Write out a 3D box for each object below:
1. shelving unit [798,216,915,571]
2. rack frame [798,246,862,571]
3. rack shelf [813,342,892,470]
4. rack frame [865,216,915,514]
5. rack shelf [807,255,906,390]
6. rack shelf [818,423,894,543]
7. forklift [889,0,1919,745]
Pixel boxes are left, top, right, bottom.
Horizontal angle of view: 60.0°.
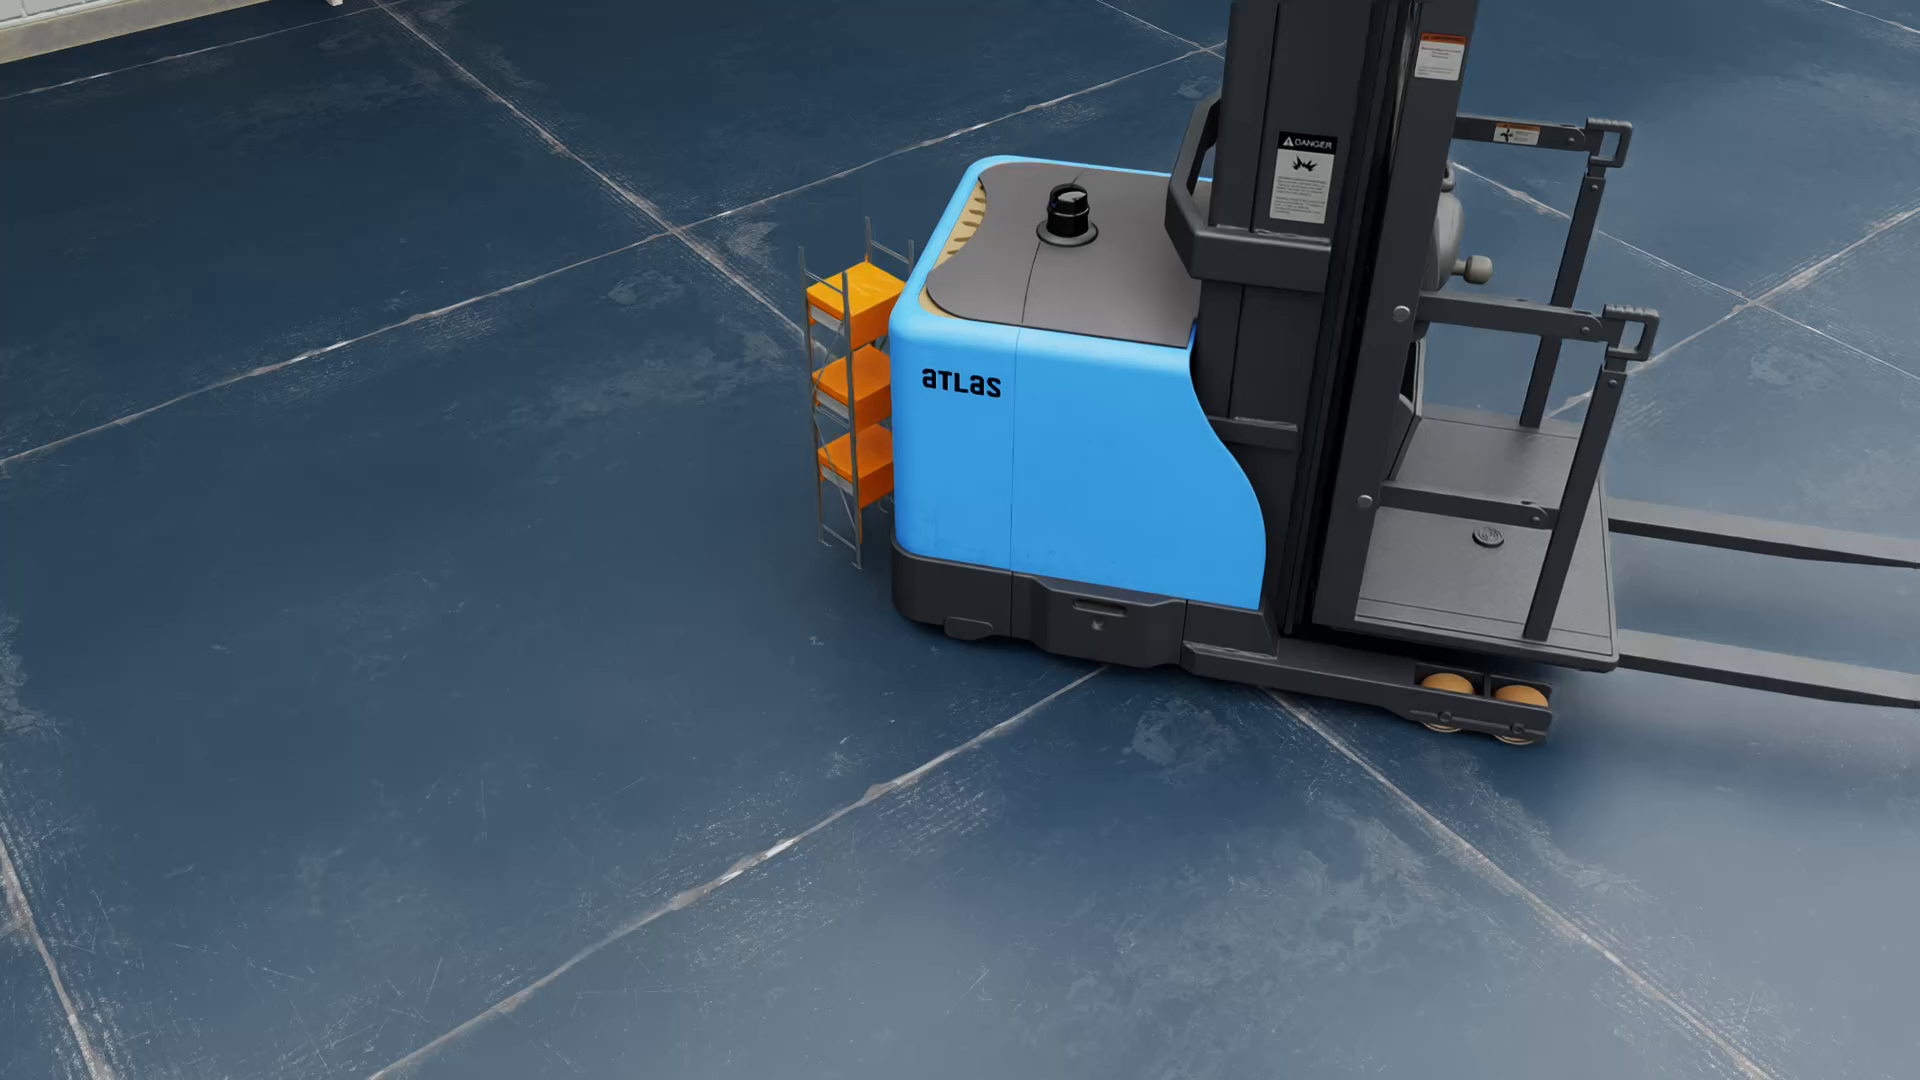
[{"bbox_3d":[-0.286,-0.412,4.924,0.252,1.050,0.215,-31,49,-32],"label":"shelving unit"},{"bbox_3d":[-0.374,-0.358,4.859,0.008,1.050,0.200,-31,49,-32],"label":"rack frame"},{"bbox_3d":[-0.286,-0.404,4.931,0.240,0.259,0.215,-31,49,-32],"label":"rack shelf"},{"bbox_3d":[-0.198,-0.465,4.990,0.008,1.050,0.200,-31,49,-32],"label":"rack frame"},{"bbox_3d":[-0.286,-0.623,4.751,0.240,0.259,0.215,-31,49,-32],"label":"rack shelf"},{"bbox_3d":[-0.286,-0.189,5.107,0.240,0.259,0.215,-31,49,-32],"label":"rack shelf"},{"bbox_3d":[1.374,-0.946,4.092,3.031,2.935,1.130,9,40,11],"label":"forklift"}]
